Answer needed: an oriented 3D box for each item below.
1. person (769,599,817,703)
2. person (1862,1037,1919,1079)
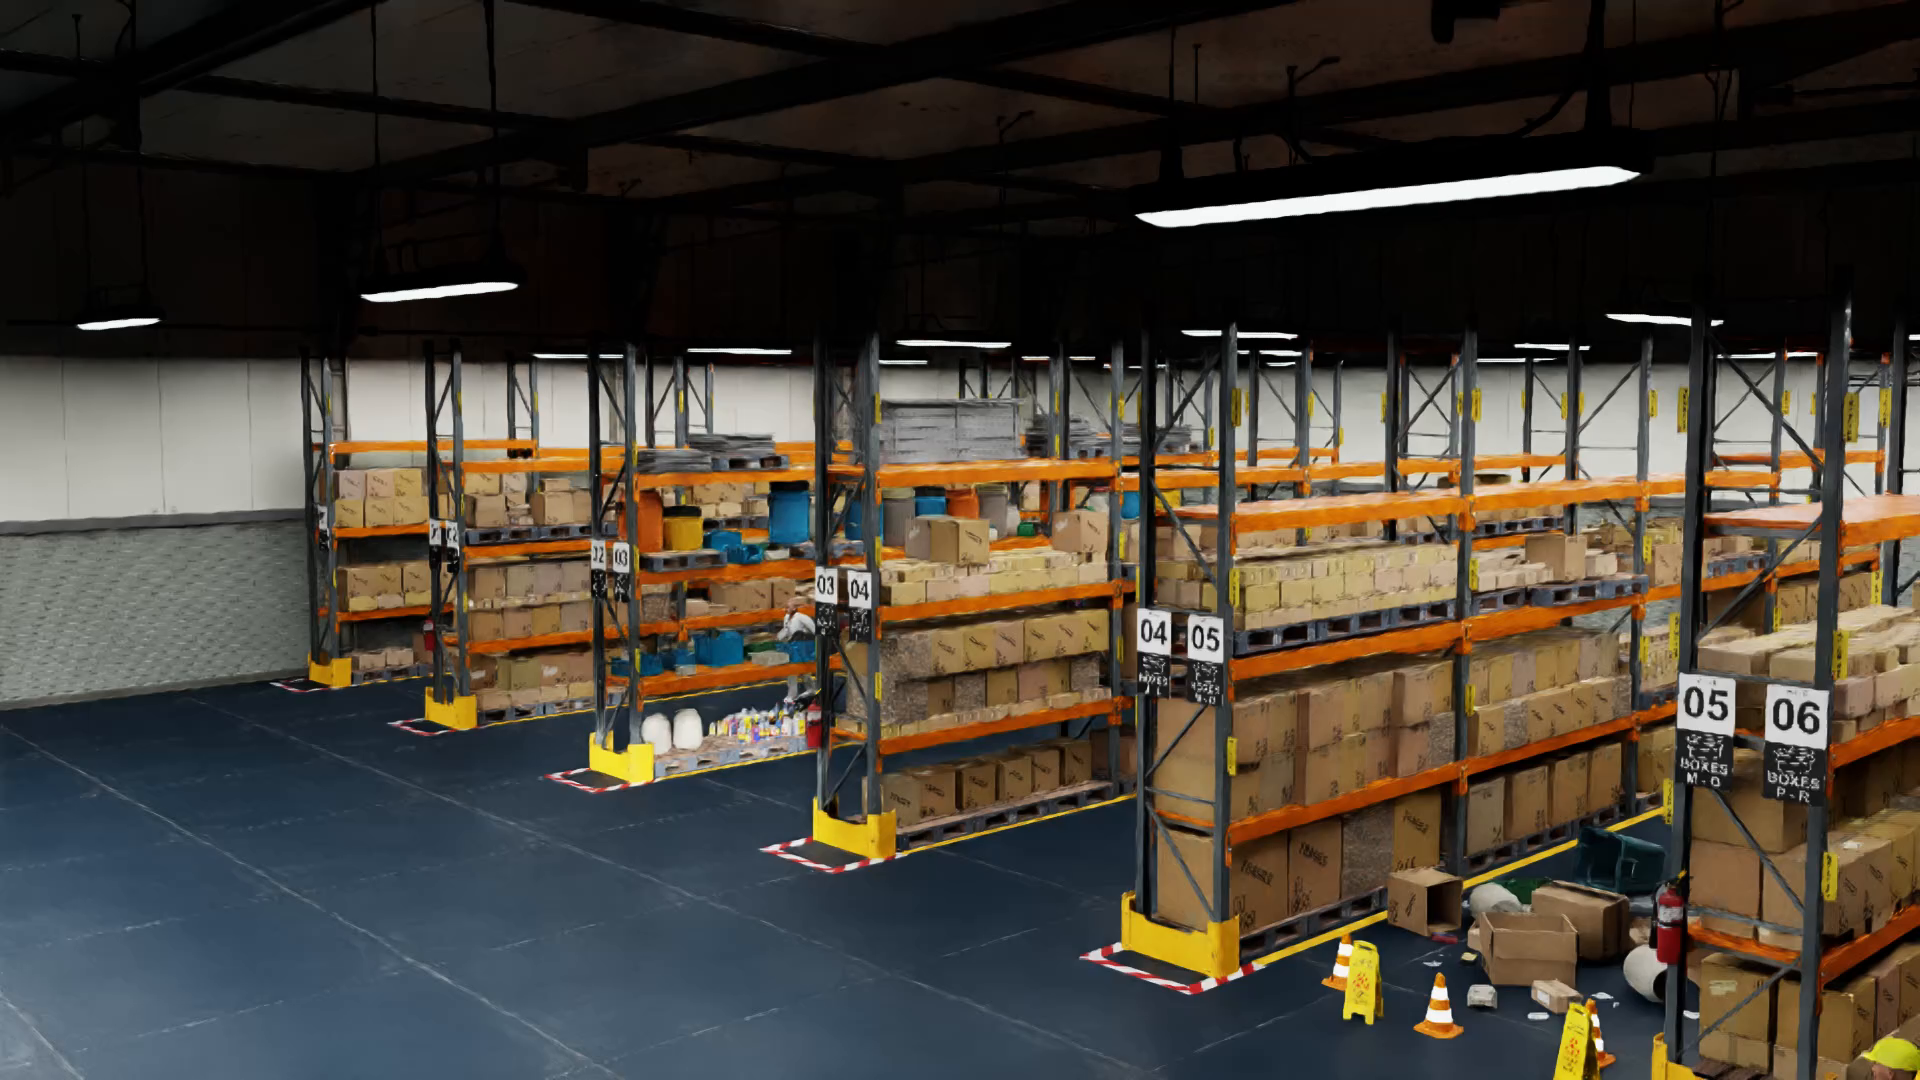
[{"bbox_3d":[-2.745,1.850,28.034,0.902,1.700,0.736,-4,6,-38],"label":"person"},{"bbox_3d":[5.048,3.524,8.819,0.614,1.762,0.594,1,5,15],"label":"person"}]
